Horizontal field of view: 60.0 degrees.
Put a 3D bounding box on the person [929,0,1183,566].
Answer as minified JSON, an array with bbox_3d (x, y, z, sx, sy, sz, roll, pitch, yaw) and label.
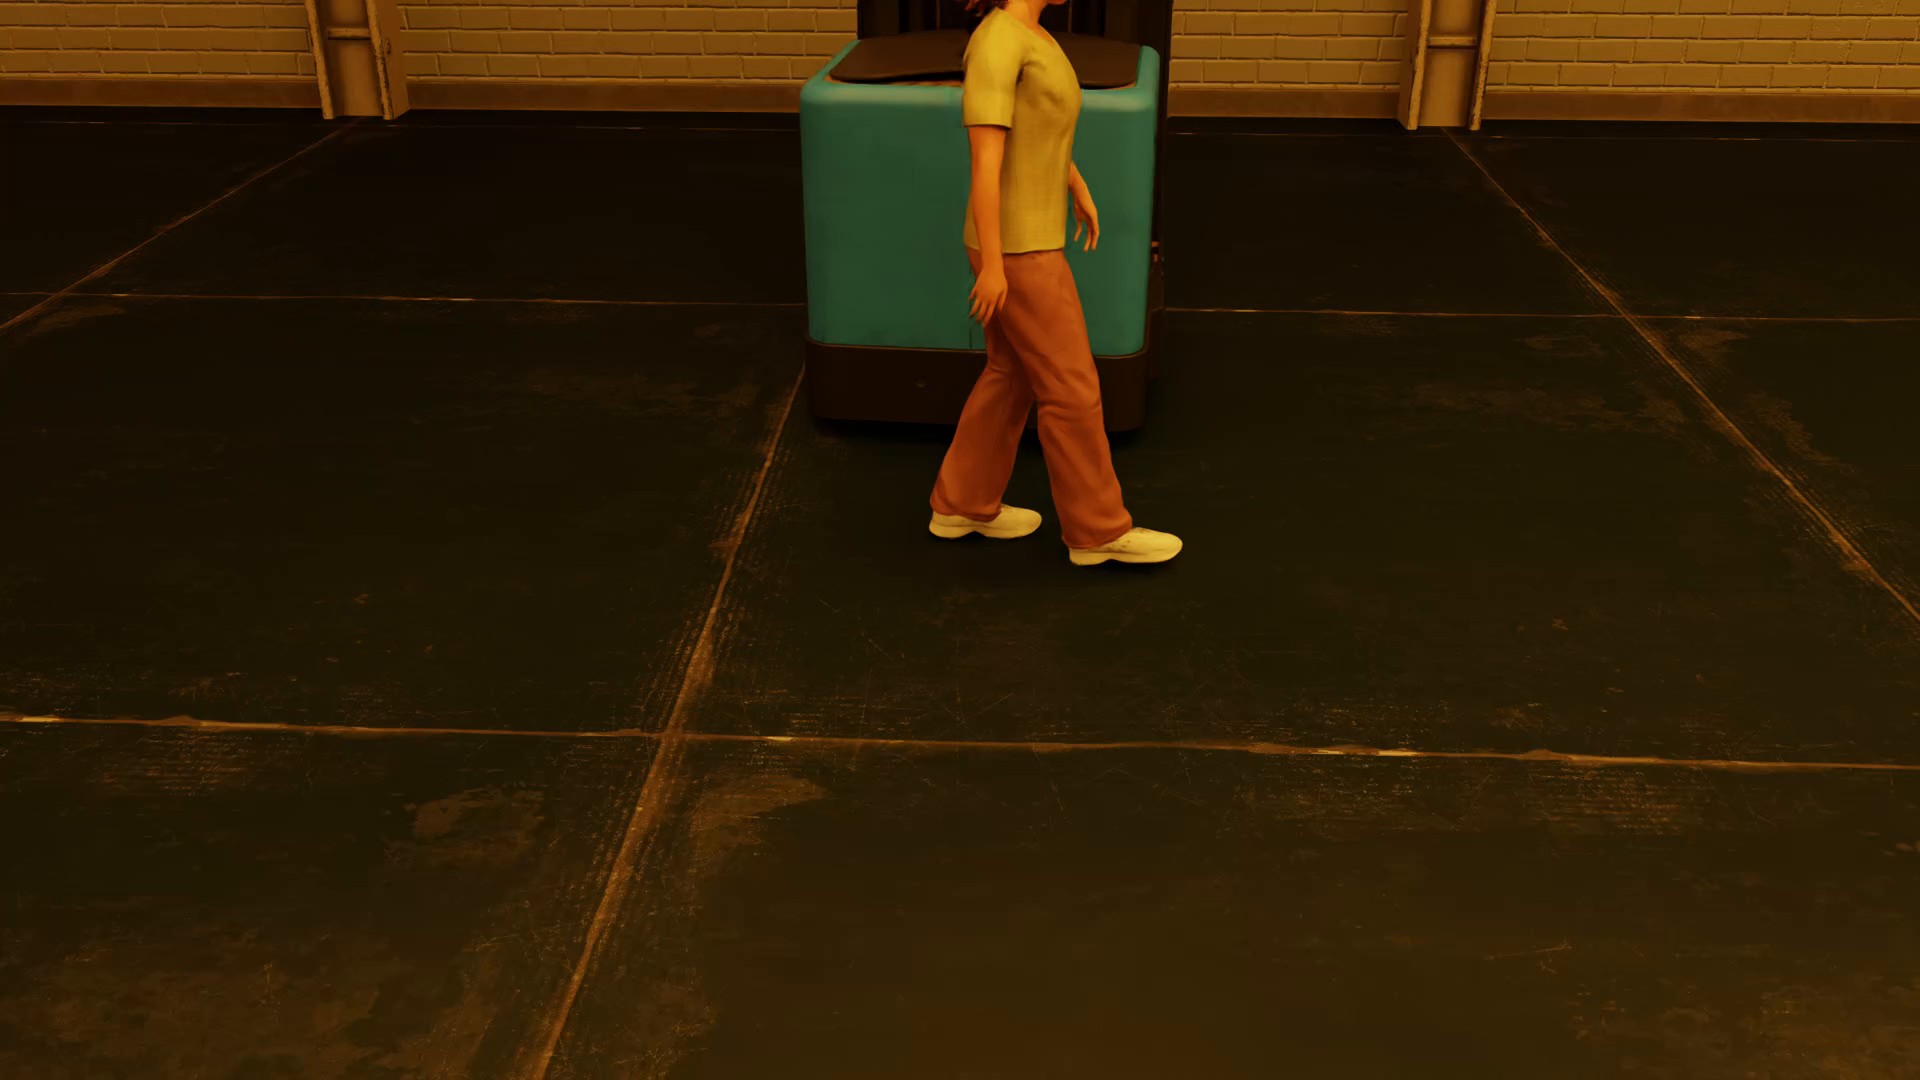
[{"bbox_3d":[0.253,-0.737,4.155,0.682,1.650,0.628,2,26,5],"label":"person"}]

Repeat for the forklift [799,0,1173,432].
[{"bbox_3d":[0.218,-2.261,5.793,1.130,2.935,3.031,3,26,6],"label":"forklift"}]
